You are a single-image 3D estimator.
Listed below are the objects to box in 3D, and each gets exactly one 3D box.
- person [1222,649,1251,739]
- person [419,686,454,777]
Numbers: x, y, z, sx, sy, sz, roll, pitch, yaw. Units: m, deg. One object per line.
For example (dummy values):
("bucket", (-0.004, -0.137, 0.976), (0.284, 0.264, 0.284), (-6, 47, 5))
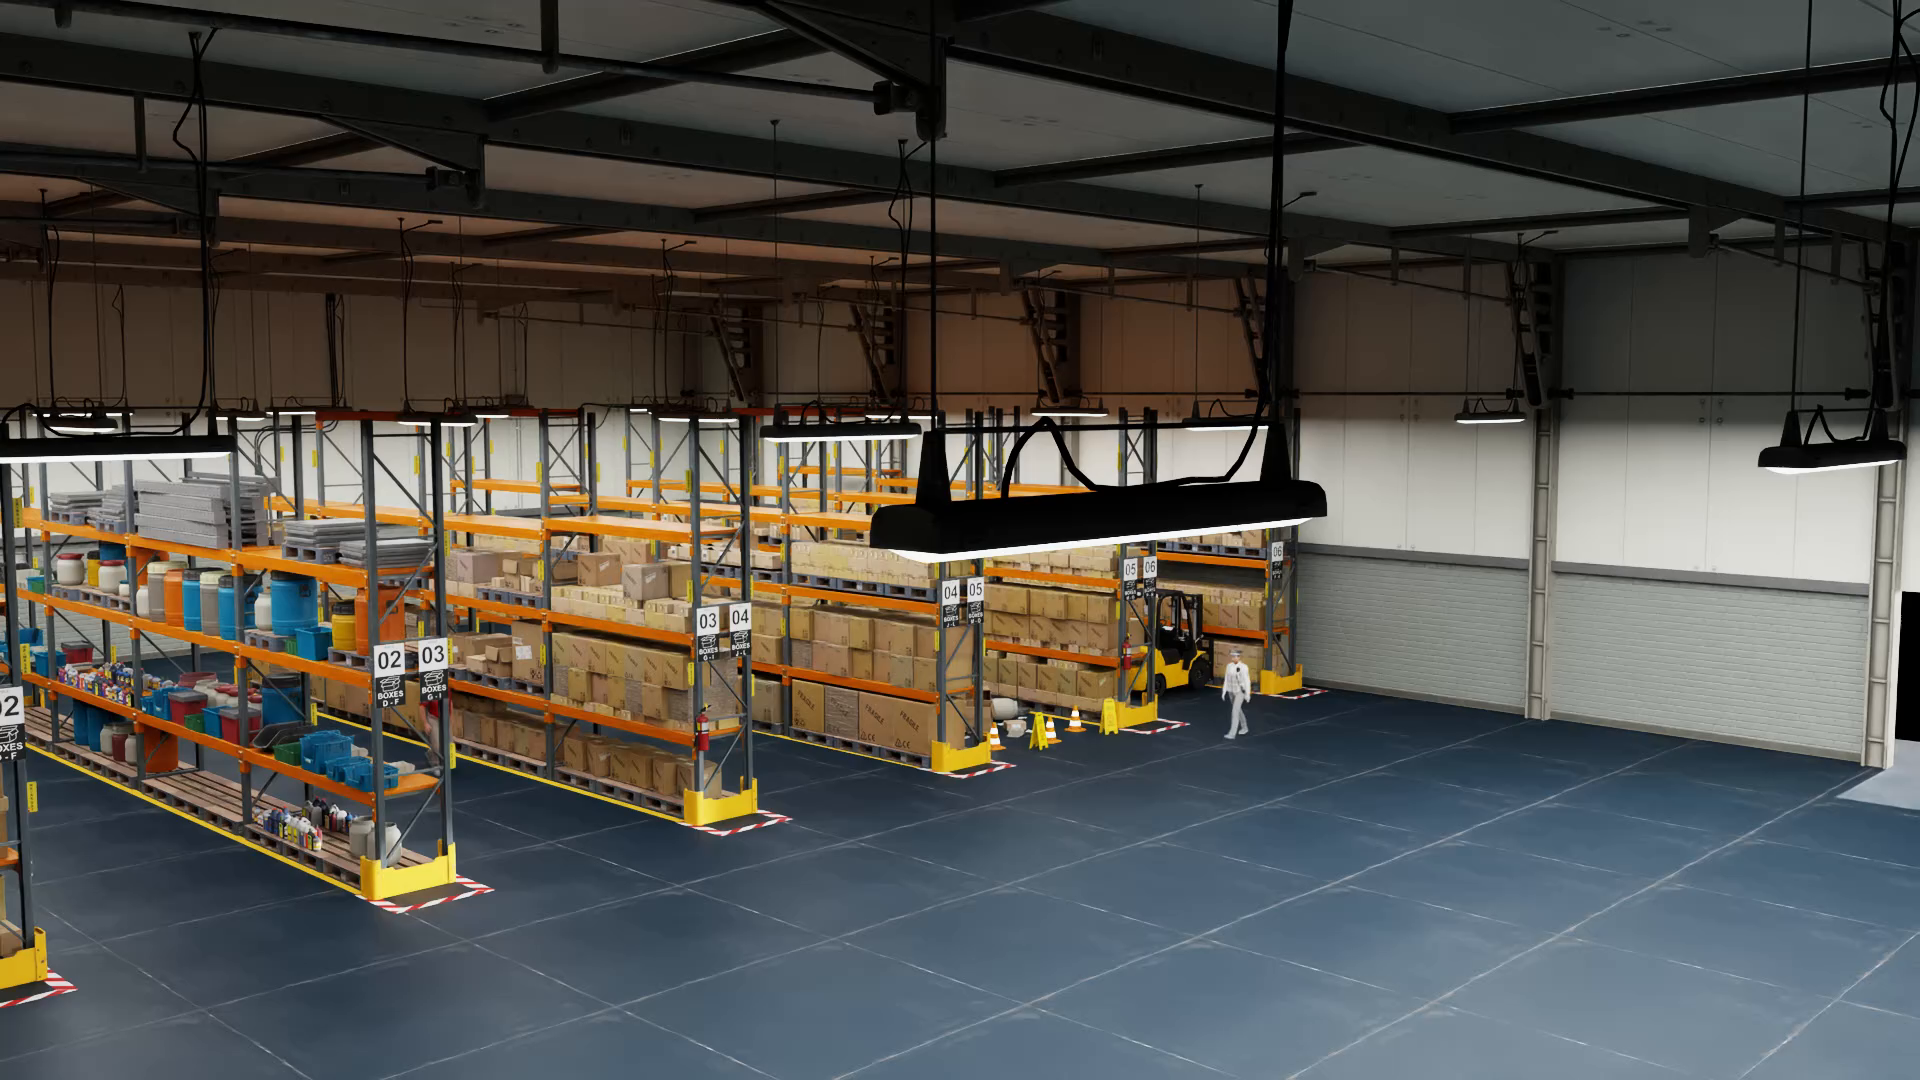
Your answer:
("person", (5.051, 2.809, 30.520), (0.869, 1.632, 0.495), (-4, 6, -35))
("person", (-8.732, 3.040, 27.678), (0.637, 1.711, 0.626), (3, 6, 33))
